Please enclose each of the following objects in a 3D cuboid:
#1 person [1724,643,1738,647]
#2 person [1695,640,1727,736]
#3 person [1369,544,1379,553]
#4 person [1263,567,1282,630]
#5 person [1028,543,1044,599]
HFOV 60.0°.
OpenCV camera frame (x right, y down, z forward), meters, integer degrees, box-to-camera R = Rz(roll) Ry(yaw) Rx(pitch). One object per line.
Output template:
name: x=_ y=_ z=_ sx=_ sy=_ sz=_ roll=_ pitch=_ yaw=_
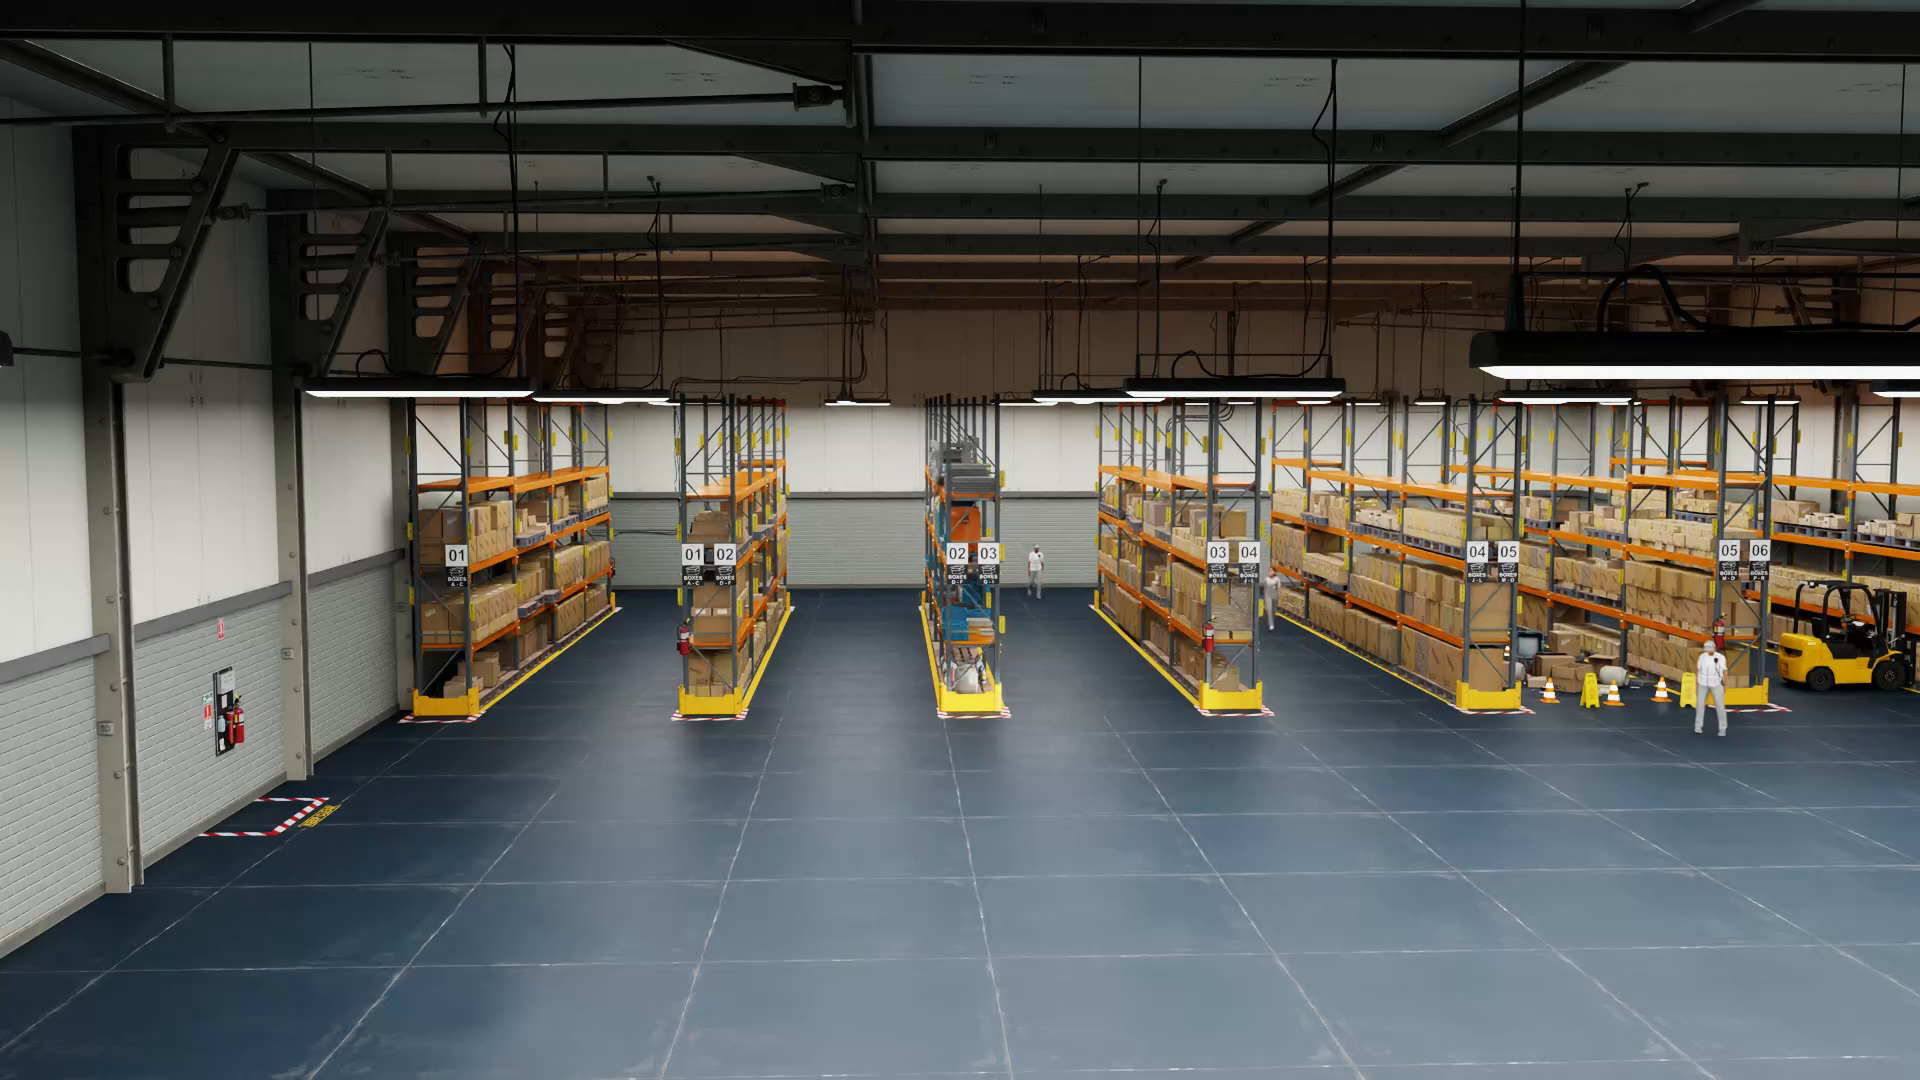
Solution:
person: x=16.817 y=2.022 z=36.416 sx=0.649 sy=1.648 sz=0.434 roll=3 pitch=5 yaw=32
person: x=13.232 y=2.585 z=29.271 sx=0.579 sy=1.659 sz=0.435 roll=4 pitch=6 yaw=42
person: x=12.355 y=0.945 z=49.392 sx=0.856 sy=1.739 sz=0.569 roll=-1 pitch=5 yaw=-7
person: x=8.093 y=1.502 z=43.023 sx=0.426 sy=1.613 sz=1.039 roll=0 pitch=5 yaw=-3
person: x=2.276 y=0.918 z=50.102 sx=0.473 sy=1.663 sz=0.708 roll=-1 pitch=5 yaw=-8
